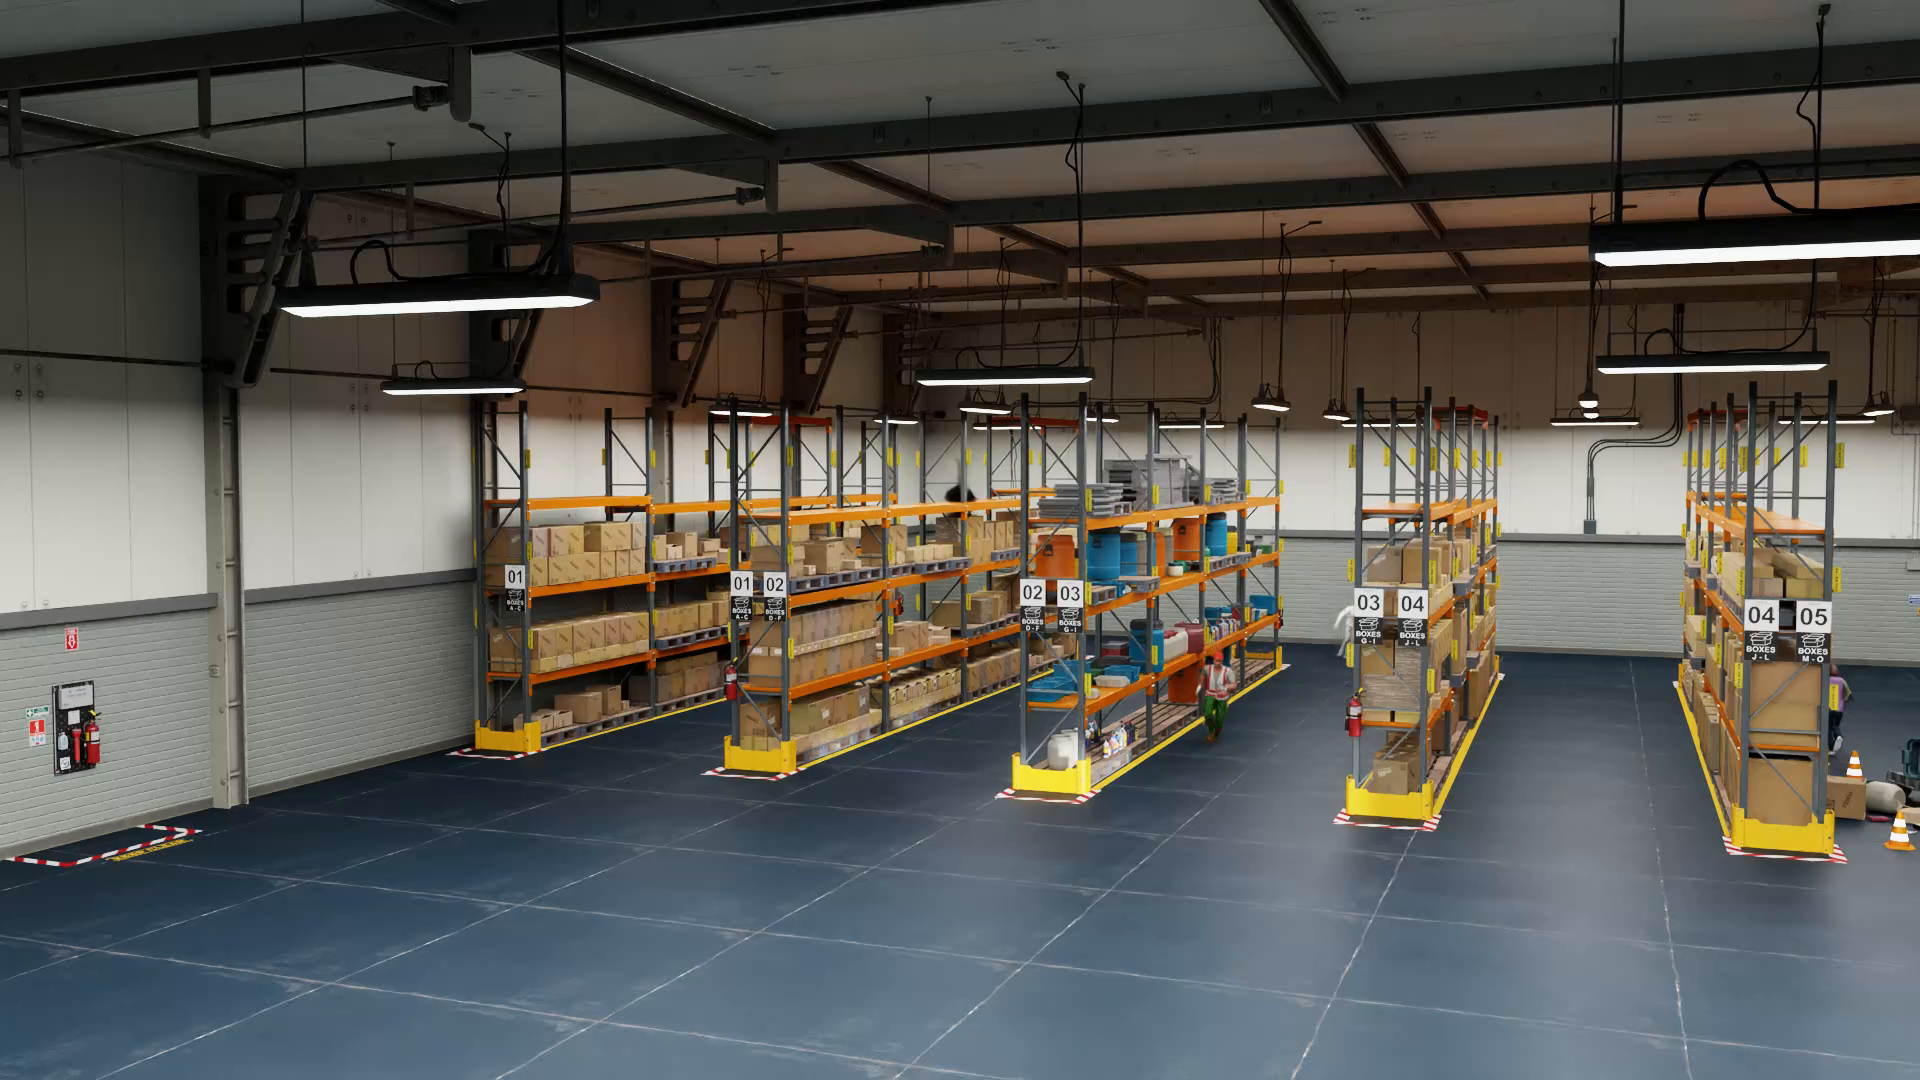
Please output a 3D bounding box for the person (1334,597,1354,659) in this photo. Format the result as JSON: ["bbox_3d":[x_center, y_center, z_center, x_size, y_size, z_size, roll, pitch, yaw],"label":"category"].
[{"bbox_3d":[9.860,2.204,41.708,0.801,1.610,0.566,0,3,-10],"label":"person"}]

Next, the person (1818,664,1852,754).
[{"bbox_3d":[14.799,2.881,28.160,0.539,1.513,0.578,1,3,16],"label":"person"}]

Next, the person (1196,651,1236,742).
[{"bbox_3d":[4.460,2.746,28.985,0.692,1.649,0.963,0,3,8],"label":"person"}]
